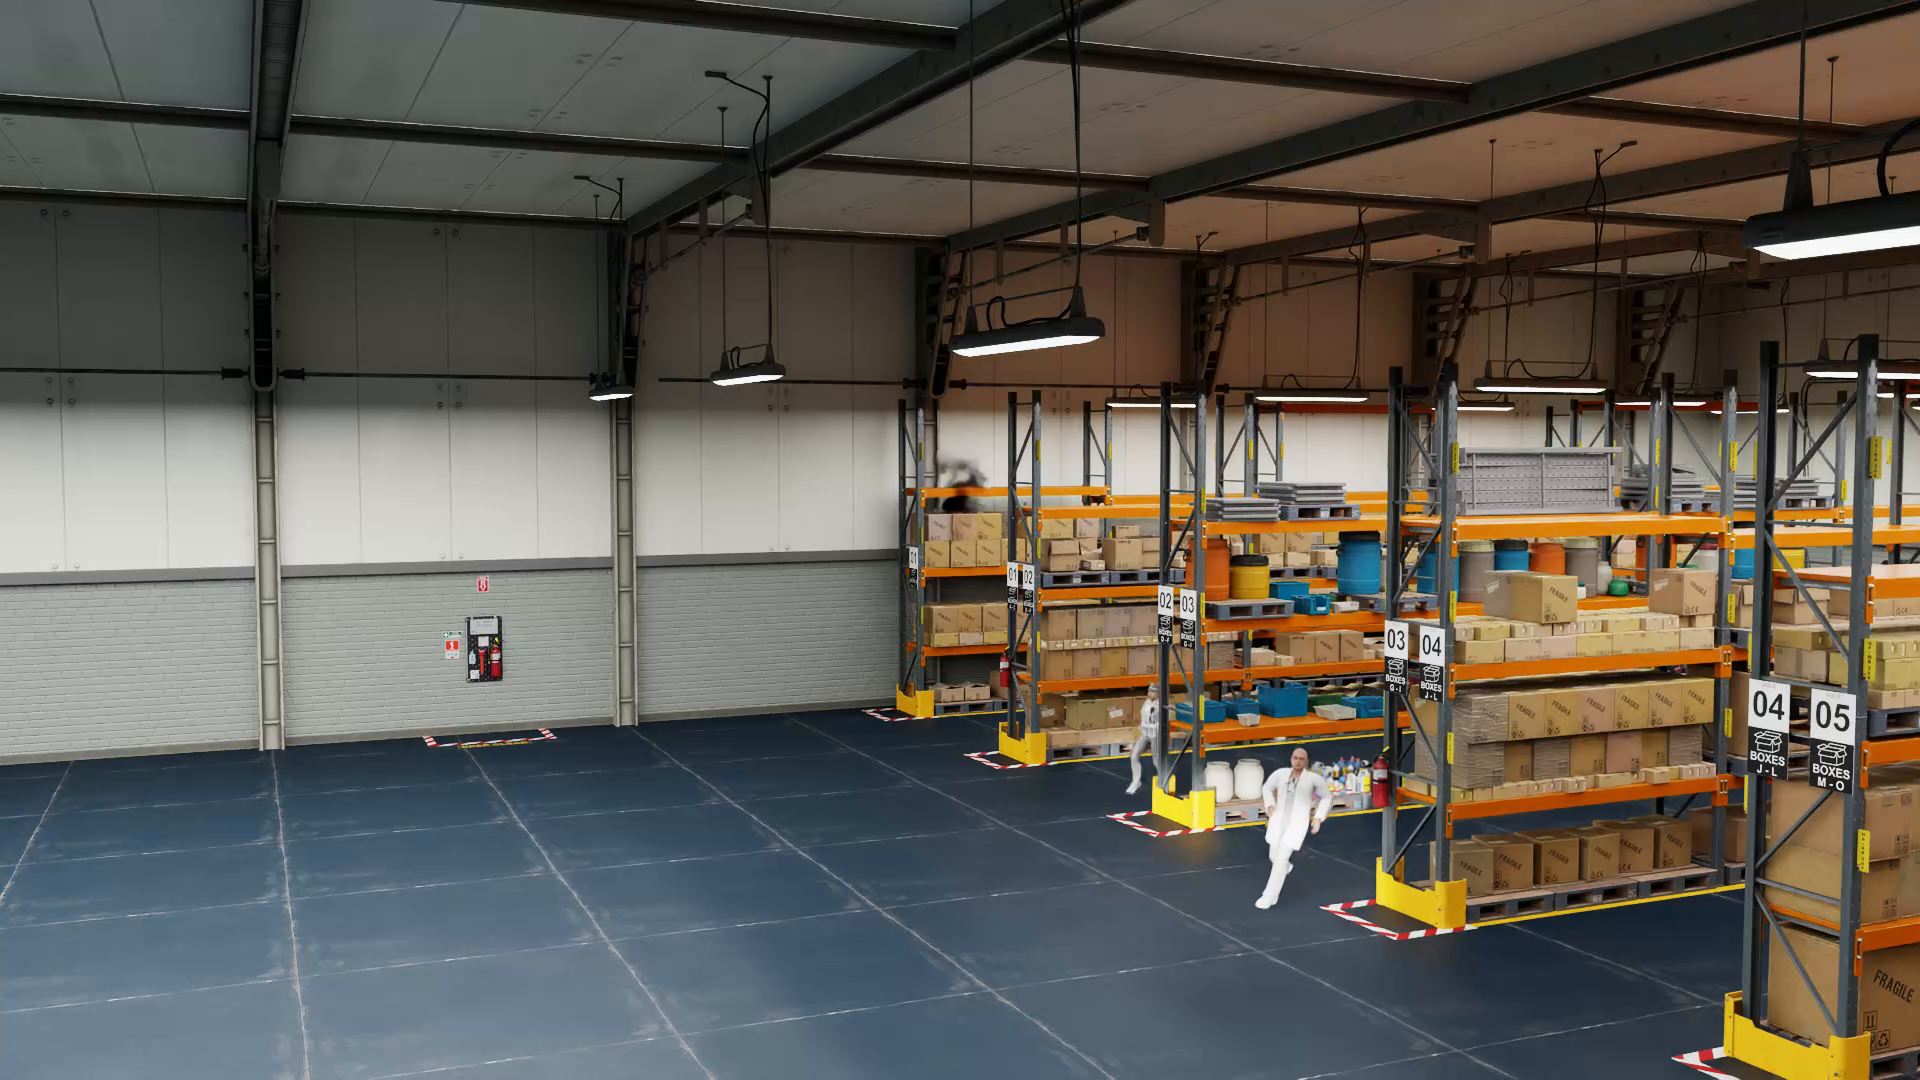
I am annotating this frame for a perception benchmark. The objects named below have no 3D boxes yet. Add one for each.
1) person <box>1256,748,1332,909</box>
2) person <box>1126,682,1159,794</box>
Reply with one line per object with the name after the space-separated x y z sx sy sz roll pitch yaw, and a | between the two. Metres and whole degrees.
3.712 3.296 18.596 0.772 1.523 1.027 2 4 33 | person
2.848 2.912 24.425 0.729 1.702 0.623 -3 4 -39 | person
